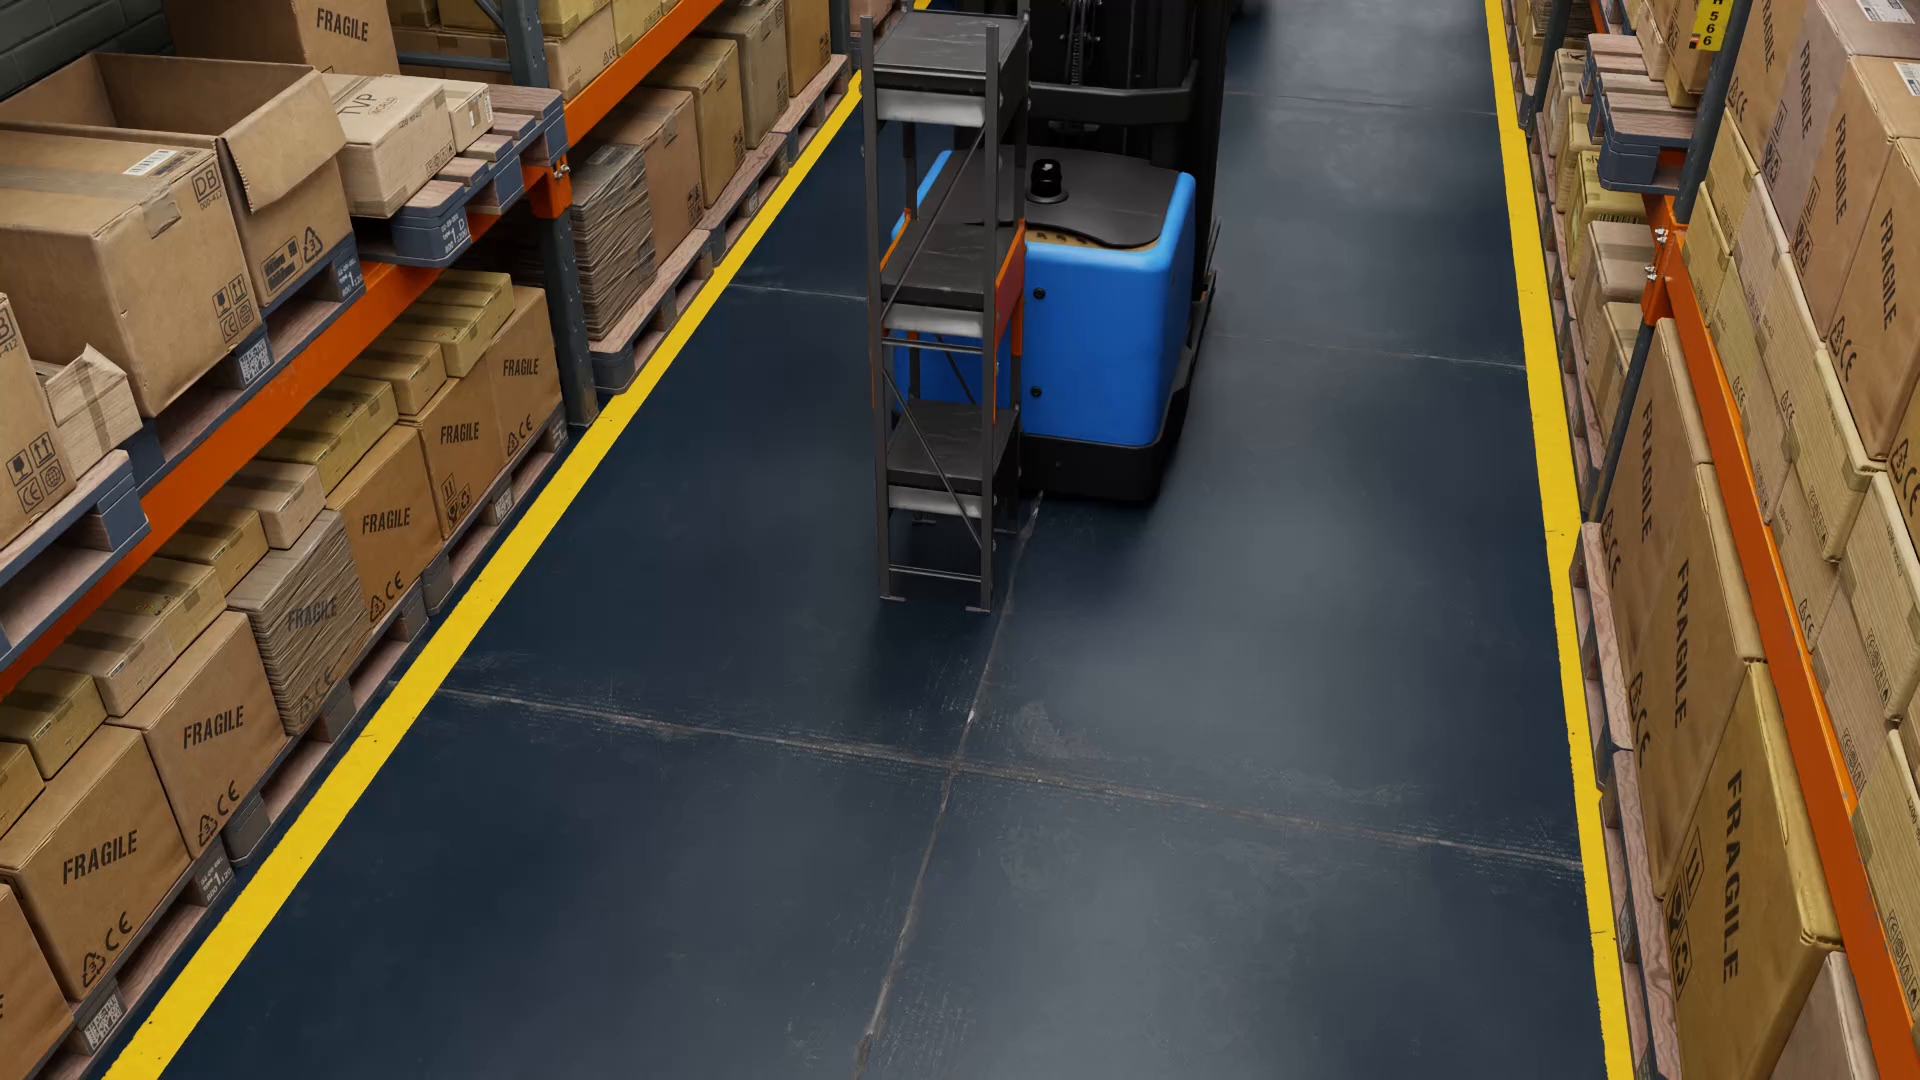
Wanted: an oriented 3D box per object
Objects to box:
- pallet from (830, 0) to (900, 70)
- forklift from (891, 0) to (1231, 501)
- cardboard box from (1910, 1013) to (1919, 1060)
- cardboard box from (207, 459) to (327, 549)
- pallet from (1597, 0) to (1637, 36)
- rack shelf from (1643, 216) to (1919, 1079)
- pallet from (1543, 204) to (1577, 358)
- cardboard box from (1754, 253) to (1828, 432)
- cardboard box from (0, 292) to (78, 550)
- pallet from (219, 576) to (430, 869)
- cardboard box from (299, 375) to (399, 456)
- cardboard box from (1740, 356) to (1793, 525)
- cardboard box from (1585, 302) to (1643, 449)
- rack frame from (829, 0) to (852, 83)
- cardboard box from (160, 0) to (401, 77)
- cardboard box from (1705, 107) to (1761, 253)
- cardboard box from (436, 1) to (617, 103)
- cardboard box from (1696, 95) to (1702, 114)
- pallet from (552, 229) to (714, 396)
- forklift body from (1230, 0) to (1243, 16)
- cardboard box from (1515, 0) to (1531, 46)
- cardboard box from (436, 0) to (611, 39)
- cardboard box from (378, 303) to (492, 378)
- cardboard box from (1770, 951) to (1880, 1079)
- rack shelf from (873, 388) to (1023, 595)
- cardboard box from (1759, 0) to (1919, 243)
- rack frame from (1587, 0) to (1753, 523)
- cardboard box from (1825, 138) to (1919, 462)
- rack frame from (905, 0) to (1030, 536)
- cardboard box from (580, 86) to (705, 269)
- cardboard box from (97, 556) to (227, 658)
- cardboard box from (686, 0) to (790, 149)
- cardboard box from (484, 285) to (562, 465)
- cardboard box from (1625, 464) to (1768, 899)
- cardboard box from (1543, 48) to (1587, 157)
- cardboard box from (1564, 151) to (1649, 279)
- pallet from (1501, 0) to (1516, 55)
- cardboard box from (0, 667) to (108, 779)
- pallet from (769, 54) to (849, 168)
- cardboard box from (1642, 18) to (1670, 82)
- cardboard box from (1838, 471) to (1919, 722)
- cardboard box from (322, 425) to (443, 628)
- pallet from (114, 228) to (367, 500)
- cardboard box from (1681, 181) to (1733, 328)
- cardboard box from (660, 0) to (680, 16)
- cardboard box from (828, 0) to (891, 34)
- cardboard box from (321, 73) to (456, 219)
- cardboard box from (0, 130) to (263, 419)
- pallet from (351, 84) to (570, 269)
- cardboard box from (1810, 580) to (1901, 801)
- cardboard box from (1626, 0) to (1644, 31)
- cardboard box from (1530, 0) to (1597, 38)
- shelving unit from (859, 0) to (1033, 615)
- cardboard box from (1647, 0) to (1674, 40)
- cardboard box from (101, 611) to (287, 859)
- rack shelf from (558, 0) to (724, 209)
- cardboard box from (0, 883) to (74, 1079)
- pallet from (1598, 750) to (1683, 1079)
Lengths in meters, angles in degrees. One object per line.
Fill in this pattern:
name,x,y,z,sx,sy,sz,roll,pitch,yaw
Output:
pallet,-0.948,-3.384,10.739,1.003,0.211,1.213,7,37,10
forklift,0.573,-2.198,6.786,1.130,2.935,3.031,8,37,11
cardboard box,1.832,0.916,2.557,0.500,0.250,0.500,6,36,9
cardboard box,-2.181,-0.118,5.076,0.380,0.149,0.250,6,36,8
pallet,3.220,-2.211,6.908,1.003,0.211,1.213,7,37,10
rack shelf,2.410,0.289,3.908,1.077,0.370,4.000,7,37,10
pallet,3.268,-1.165,7.677,1.003,0.211,1.213,7,37,10
cardboard box,2.258,-0.451,4.017,0.500,0.250,0.500,7,37,10
cardboard box,-2.435,-0.232,3.571,0.700,0.500,0.500,8,37,10
pallet,-2.472,0.481,5.407,1.003,0.211,1.213,7,37,10
cardboard box,-2.099,-0.423,5.497,0.380,0.149,0.250,8,37,11
cardboard box,2.277,-0.242,4.156,0.500,0.250,0.500,8,37,12
cardboard box,2.968,-0.577,6.372,0.950,0.372,0.625,5,36,7
rack frame,-1.158,-4.062,9.299,1.000,3.000,0.127,7,37,10
cardboard box,-2.275,-1.704,5.602,0.500,0.500,0.500,9,37,12
cardboard box,2.488,-1.031,4.818,0.500,0.250,0.500,7,37,10
cardboard box,-1.679,-1.932,6.487,0.500,0.250,0.500,7,37,10
cardboard box,2.677,-1.435,5.529,0.380,0.149,0.250,9,37,12
pallet,-1.799,-1.107,7.597,1.003,0.211,1.213,7,37,10
forklift body,1.073,-4.696,10.896,2.313,2.155,1.214,7,37,10
cardboard box,3.659,-3.178,10.064,0.500,0.250,0.500,6,36,9
cardboard box,-1.655,-2.131,6.336,0.500,0.250,0.500,7,37,10
cardboard box,-1.899,-0.714,5.899,0.380,0.149,0.250,6,36,8
cardboard box,2.037,1.469,3.120,0.875,0.875,0.875,8,37,11
rack shelf,-0.035,-0.177,5.922,0.431,0.518,0.480,7,37,10
cardboard box,2.396,-1.056,4.214,0.500,0.500,0.500,7,37,10
rack frame,2.837,-1.149,5.279,1.000,3.000,0.127,7,37,10
cardboard box,2.160,-0.473,3.409,0.500,0.500,0.500,8,37,11
rack frame,0.017,-0.895,5.696,0.400,2.100,0.015,7,37,10
cardboard box,-1.734,-1.709,7.717,0.875,0.625,0.625,8,37,11
cardboard box,-2.313,0.175,4.672,0.380,0.149,0.250,9,37,12
cardboard box,-1.432,-2.526,8.845,0.875,0.625,0.625,7,37,9
cardboard box,-1.893,-0.657,6.373,0.500,0.500,0.500,8,37,11
cardboard box,2.414,0.438,4.542,0.875,0.875,0.875,8,37,11
cardboard box,3.582,-2.247,8.676,0.950,0.372,0.625,8,37,11
cardboard box,3.285,-1.436,7.556,0.950,0.372,0.625,8,37,12
pallet,4.059,-3.404,10.767,1.003,0.211,1.213,7,37,10
cardboard box,-2.458,0.456,4.285,0.380,0.149,0.250,7,36,9
pallet,-1.278,-2.506,9.527,1.003,0.211,1.213,7,37,10
cardboard box,2.674,-1.747,5.961,0.380,0.149,0.250,7,37,10
cardboard box,2.044,0.134,3.210,0.500,0.250,0.500,8,37,11
cardboard box,-2.119,-0.071,5.565,0.500,0.500,0.500,9,37,12
pallet,-2.424,-0.576,4.652,1.003,0.211,1.213,7,37,10
cardboard box,2.487,-0.839,4.979,0.500,0.250,0.500,7,36,9
cardboard box,-1.464,-2.516,7.293,0.500,0.250,0.500,6,36,8
cardboard box,-0.732,-3.355,10.308,0.500,0.250,0.500,8,37,10
cardboard box,-1.922,-1.233,5.165,0.500,0.250,0.500,6,36,8
cardboard box,-2.267,-0.682,4.192,0.700,0.500,0.500,7,37,10
pallet,-2.089,-1.294,5.643,1.213,0.211,1.003,7,37,10
cardboard box,2.069,0.338,3.356,0.500,0.250,0.500,6,36,9
cardboard box,2.781,-2.050,6.379,0.380,0.149,0.250,8,37,11
cardboard box,3.556,-3.175,9.421,0.500,0.500,0.500,7,36,9
shelving unit,-0.035,-0.755,5.503,0.431,2.100,0.503,7,37,10
cardboard box,2.762,-2.073,5.858,0.500,0.500,0.500,7,36,9
cardboard box,-2.329,0.525,4.741,0.500,0.500,0.500,6,36,9
rack shelf,-1.586,-2.624,7.928,1.077,0.370,4.000,7,37,10
cardboard box,-2.544,1.117,3.924,0.500,0.500,0.500,9,37,12
pallet,2.332,1.120,4.525,1.003,0.211,1.213,7,37,10
